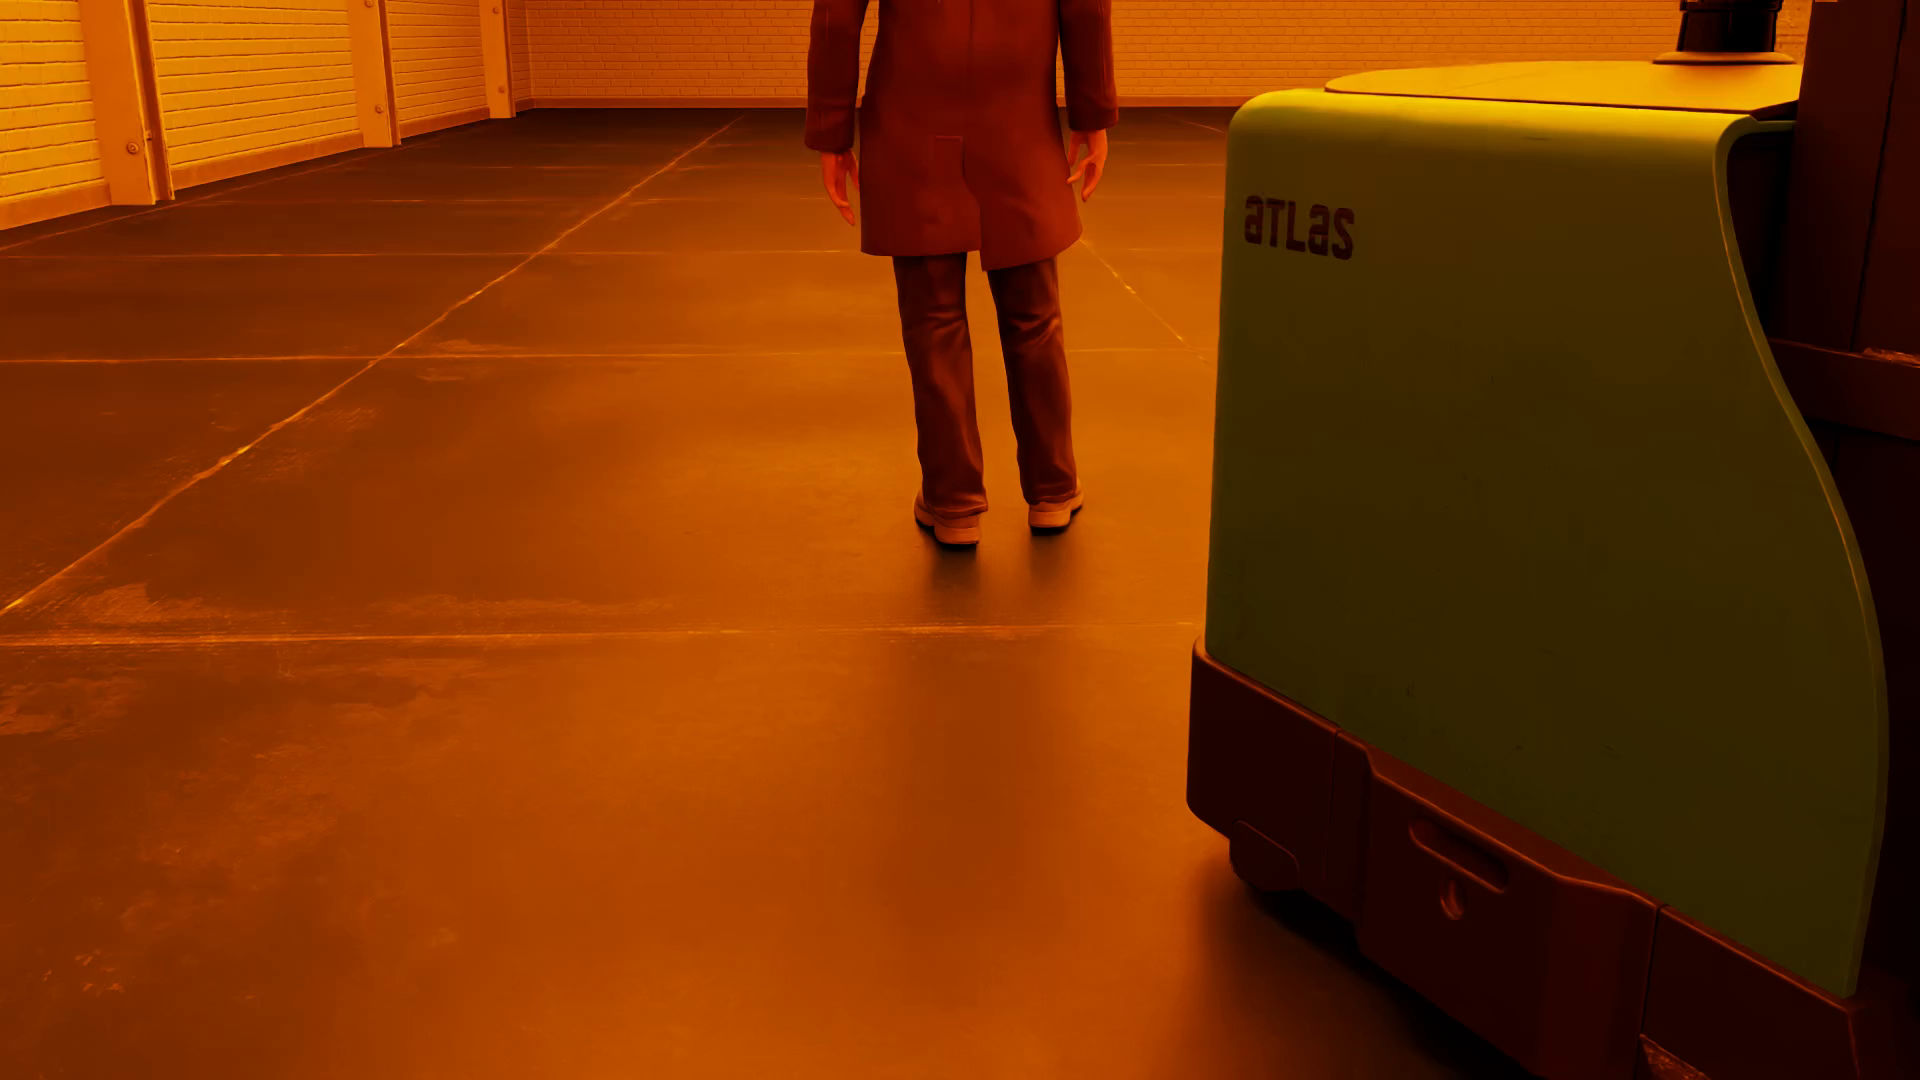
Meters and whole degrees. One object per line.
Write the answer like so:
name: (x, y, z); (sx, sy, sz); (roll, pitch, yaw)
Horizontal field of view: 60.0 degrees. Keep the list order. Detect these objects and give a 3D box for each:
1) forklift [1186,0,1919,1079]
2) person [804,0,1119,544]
forklift: (1.458, -0.641, 1.002); (1.130, 2.935, 3.031); (-9, 19, -26)
person: (0.000, -0.884, 3.743); (0.694, 1.776, 0.582); (-1, 17, -3)
